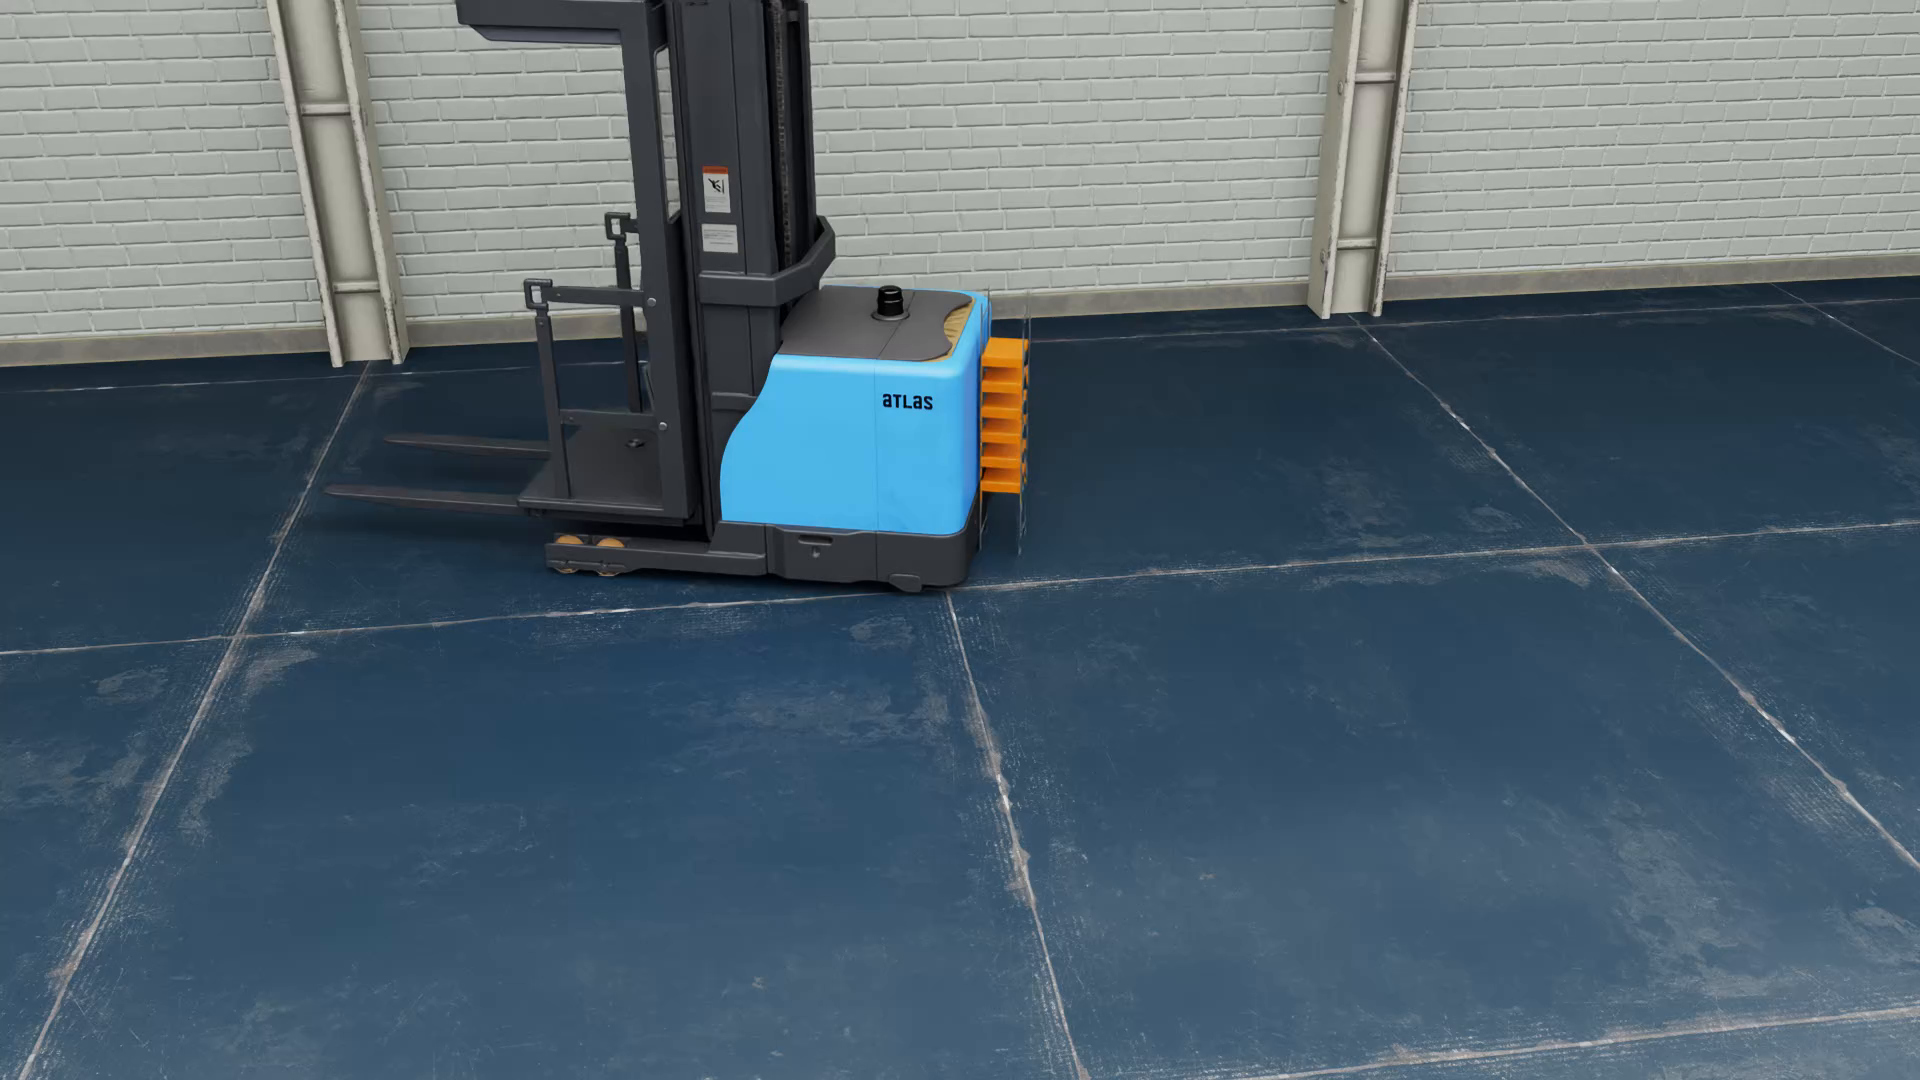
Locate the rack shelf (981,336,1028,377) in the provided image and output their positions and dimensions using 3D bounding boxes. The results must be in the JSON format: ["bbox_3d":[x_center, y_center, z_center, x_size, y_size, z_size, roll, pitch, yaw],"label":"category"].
[{"bbox_3d":[0.200,-0.803,7.309,0.180,0.103,0.258,4,27,8],"label":"rack shelf"}]

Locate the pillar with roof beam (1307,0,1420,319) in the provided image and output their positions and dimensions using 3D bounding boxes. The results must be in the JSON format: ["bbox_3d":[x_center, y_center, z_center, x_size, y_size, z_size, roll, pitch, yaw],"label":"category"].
[{"bbox_3d":[3.048,-3.532,4.776,0.400,9.000,9.100,-4,27,-7],"label":"pillar with roof beam"}]

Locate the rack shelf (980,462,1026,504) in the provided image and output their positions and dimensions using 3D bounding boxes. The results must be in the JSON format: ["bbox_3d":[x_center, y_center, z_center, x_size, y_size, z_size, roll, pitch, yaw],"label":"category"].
[{"bbox_3d":[0.200,-0.269,7.582,0.180,0.103,0.258,4,27,8],"label":"rack shelf"}]

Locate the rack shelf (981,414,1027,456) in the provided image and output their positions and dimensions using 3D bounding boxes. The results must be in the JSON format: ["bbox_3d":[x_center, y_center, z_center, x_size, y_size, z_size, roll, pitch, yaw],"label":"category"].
[{"bbox_3d":[0.200,-0.482,7.473,0.180,0.103,0.258,4,27,8],"label":"rack shelf"}]

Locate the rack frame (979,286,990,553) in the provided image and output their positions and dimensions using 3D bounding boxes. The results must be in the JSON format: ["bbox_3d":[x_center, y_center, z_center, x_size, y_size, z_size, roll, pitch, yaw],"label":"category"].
[{"bbox_3d":[0.109,-0.528,7.465,0.006,1.200,0.240,4,27,8],"label":"rack frame"}]

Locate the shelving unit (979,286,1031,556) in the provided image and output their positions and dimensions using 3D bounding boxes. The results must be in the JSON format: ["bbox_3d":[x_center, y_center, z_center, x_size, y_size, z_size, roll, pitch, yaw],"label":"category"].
[{"bbox_3d":[0.200,-0.522,7.453,0.189,1.200,0.258,4,27,8],"label":"shelving unit"}]

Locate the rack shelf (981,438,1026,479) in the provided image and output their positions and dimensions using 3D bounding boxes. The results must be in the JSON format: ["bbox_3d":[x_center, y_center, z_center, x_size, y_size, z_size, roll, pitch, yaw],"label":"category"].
[{"bbox_3d":[0.200,-0.375,7.528,0.180,0.103,0.258,4,27,8],"label":"rack shelf"}]

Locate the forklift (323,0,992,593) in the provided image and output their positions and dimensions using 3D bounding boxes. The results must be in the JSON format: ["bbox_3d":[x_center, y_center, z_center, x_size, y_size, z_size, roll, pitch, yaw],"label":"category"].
[{"bbox_3d":[-1.406,-1.374,7.217,3.031,2.935,1.130,4,27,8],"label":"forklift"}]

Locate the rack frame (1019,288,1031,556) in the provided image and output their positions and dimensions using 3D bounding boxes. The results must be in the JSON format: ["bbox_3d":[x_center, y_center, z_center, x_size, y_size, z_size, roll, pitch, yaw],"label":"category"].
[{"bbox_3d":[0.290,-0.516,7.440,0.006,1.200,0.240,4,27,8],"label":"rack frame"}]

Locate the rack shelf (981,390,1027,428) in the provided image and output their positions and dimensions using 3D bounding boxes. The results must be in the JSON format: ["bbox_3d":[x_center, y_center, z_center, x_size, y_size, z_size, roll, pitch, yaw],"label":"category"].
[{"bbox_3d":[0.200,-0.589,7.418,0.180,0.103,0.258,4,27,8],"label":"rack shelf"}]

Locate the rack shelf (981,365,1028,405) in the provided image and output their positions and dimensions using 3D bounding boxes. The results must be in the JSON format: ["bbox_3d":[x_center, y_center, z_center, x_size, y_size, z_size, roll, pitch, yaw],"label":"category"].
[{"bbox_3d":[0.200,-0.696,7.363,0.180,0.103,0.258,4,27,8],"label":"rack shelf"}]

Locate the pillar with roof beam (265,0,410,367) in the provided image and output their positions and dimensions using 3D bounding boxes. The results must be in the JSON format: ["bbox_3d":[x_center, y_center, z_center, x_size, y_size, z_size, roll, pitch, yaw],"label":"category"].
[{"bbox_3d":[-2.894,-3.150,4.032,0.400,9.000,9.100,-4,27,-7],"label":"pillar with roof beam"}]
